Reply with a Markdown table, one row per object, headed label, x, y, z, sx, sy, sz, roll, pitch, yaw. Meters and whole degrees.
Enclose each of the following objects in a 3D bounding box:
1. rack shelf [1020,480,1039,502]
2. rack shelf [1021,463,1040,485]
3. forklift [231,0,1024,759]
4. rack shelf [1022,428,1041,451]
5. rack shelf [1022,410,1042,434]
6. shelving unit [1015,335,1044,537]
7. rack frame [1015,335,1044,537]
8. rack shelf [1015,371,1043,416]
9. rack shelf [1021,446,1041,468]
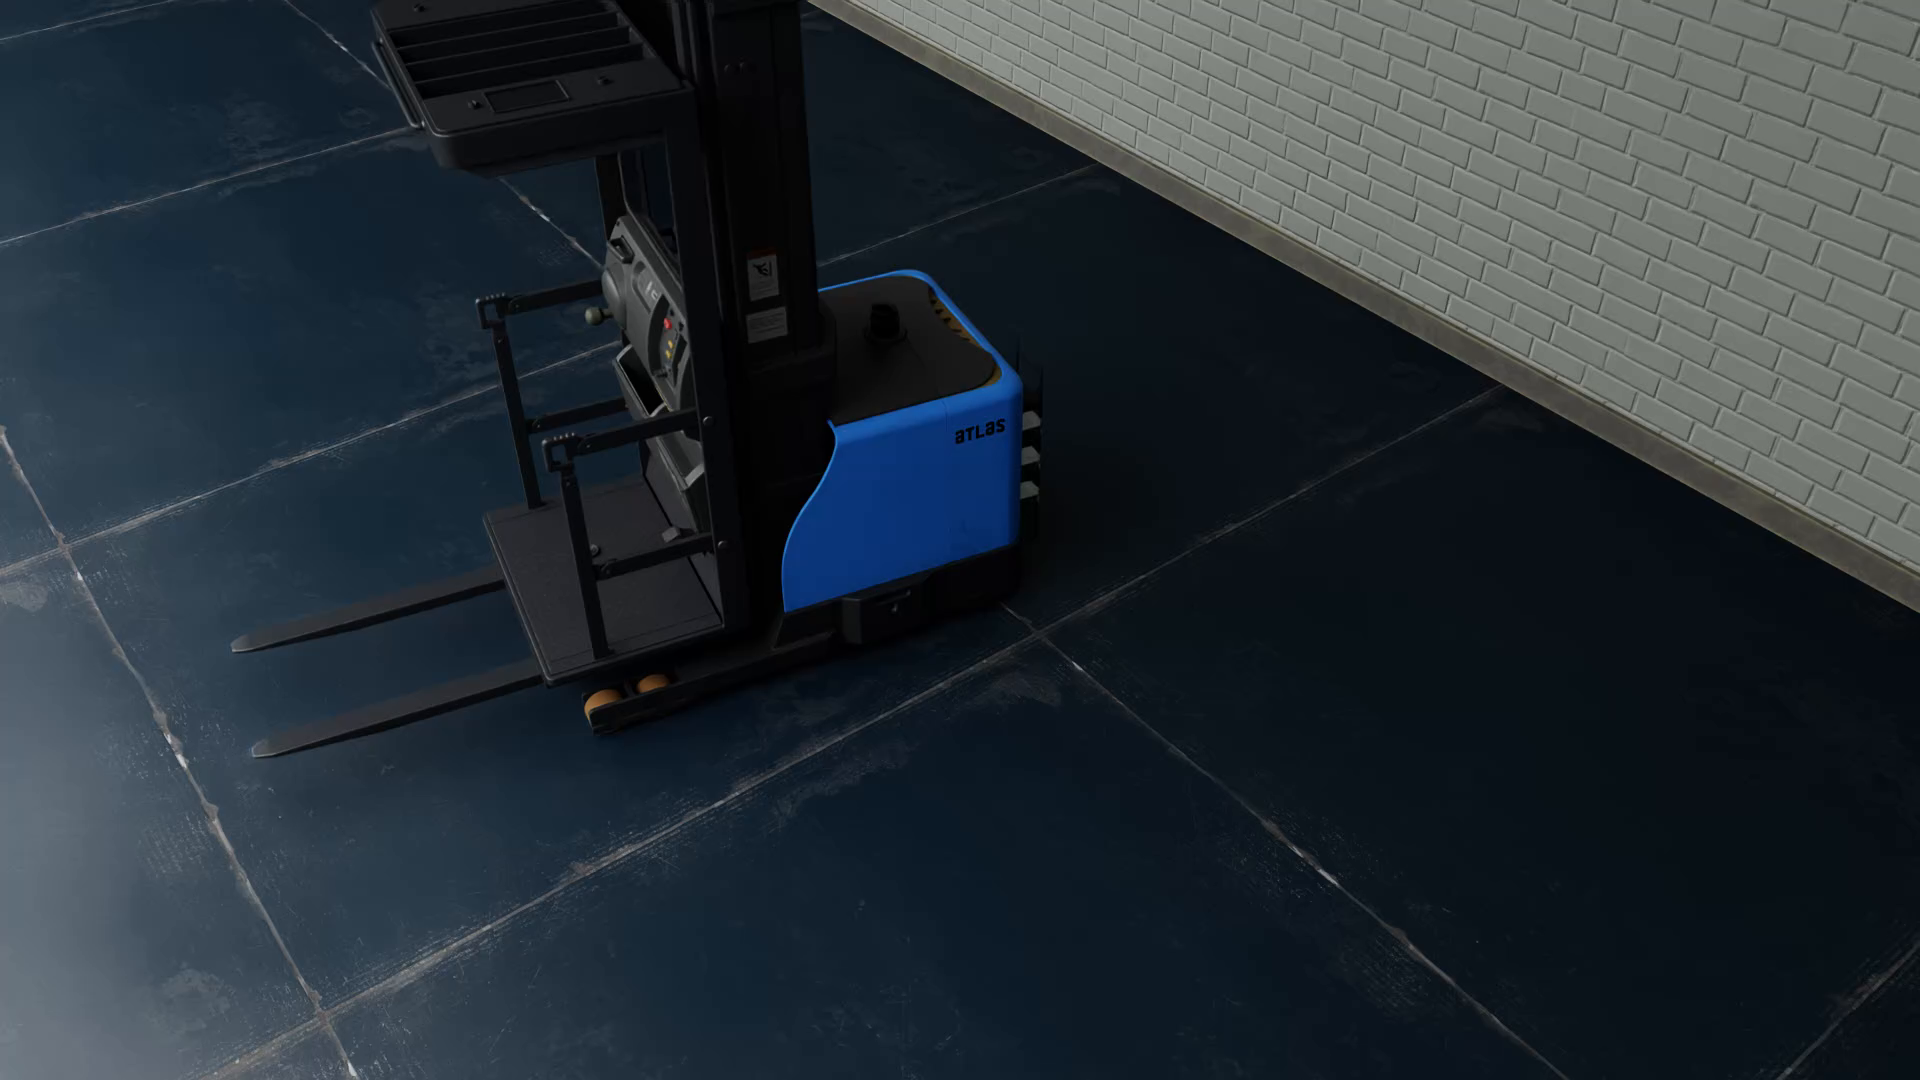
| label | x | y | z | sx | sy | sz | roll | pitch | yaw |
| --- | --- | --- | --- | --- | --- | --- | --- | --- | --- |
| rack shelf | 0.194 | -0.237 | 7.166 | 0.200 | 0.077 | 0.258 | -17 | 42 | -19 |
| rack shelf | 0.194 | -0.307 | 7.109 | 0.200 | 0.077 | 0.258 | -17 | 42 | -19 |
| forklift | -1.301 | -0.782 | 5.892 | 3.031 | 2.935 | 1.130 | -17 | 42 | -19 |
| rack shelf | 0.194 | -0.446 | 6.995 | 0.200 | 0.077 | 0.258 | -17 | 42 | -19 |
| rack shelf | 0.194 | -0.516 | 6.938 | 0.200 | 0.077 | 0.258 | -17 | 42 | -19 |
| shelving unit | 0.194 | -0.402 | 7.031 | 0.210 | 0.900 | 0.258 | -17 | 42 | -19 |
| rack frame | 0.286 | -0.430 | 7.065 | 0.006 | 0.900 | 0.240 | -17 | 42 | -19 |
| rack shelf | 0.194 | -0.585 | 6.881 | 0.200 | 0.077 | 0.258 | -17 | 42 | -19 |
| rack shelf | 0.194 | -0.377 | 7.052 | 0.200 | 0.077 | 0.258 | -17 | 42 | -19 |
